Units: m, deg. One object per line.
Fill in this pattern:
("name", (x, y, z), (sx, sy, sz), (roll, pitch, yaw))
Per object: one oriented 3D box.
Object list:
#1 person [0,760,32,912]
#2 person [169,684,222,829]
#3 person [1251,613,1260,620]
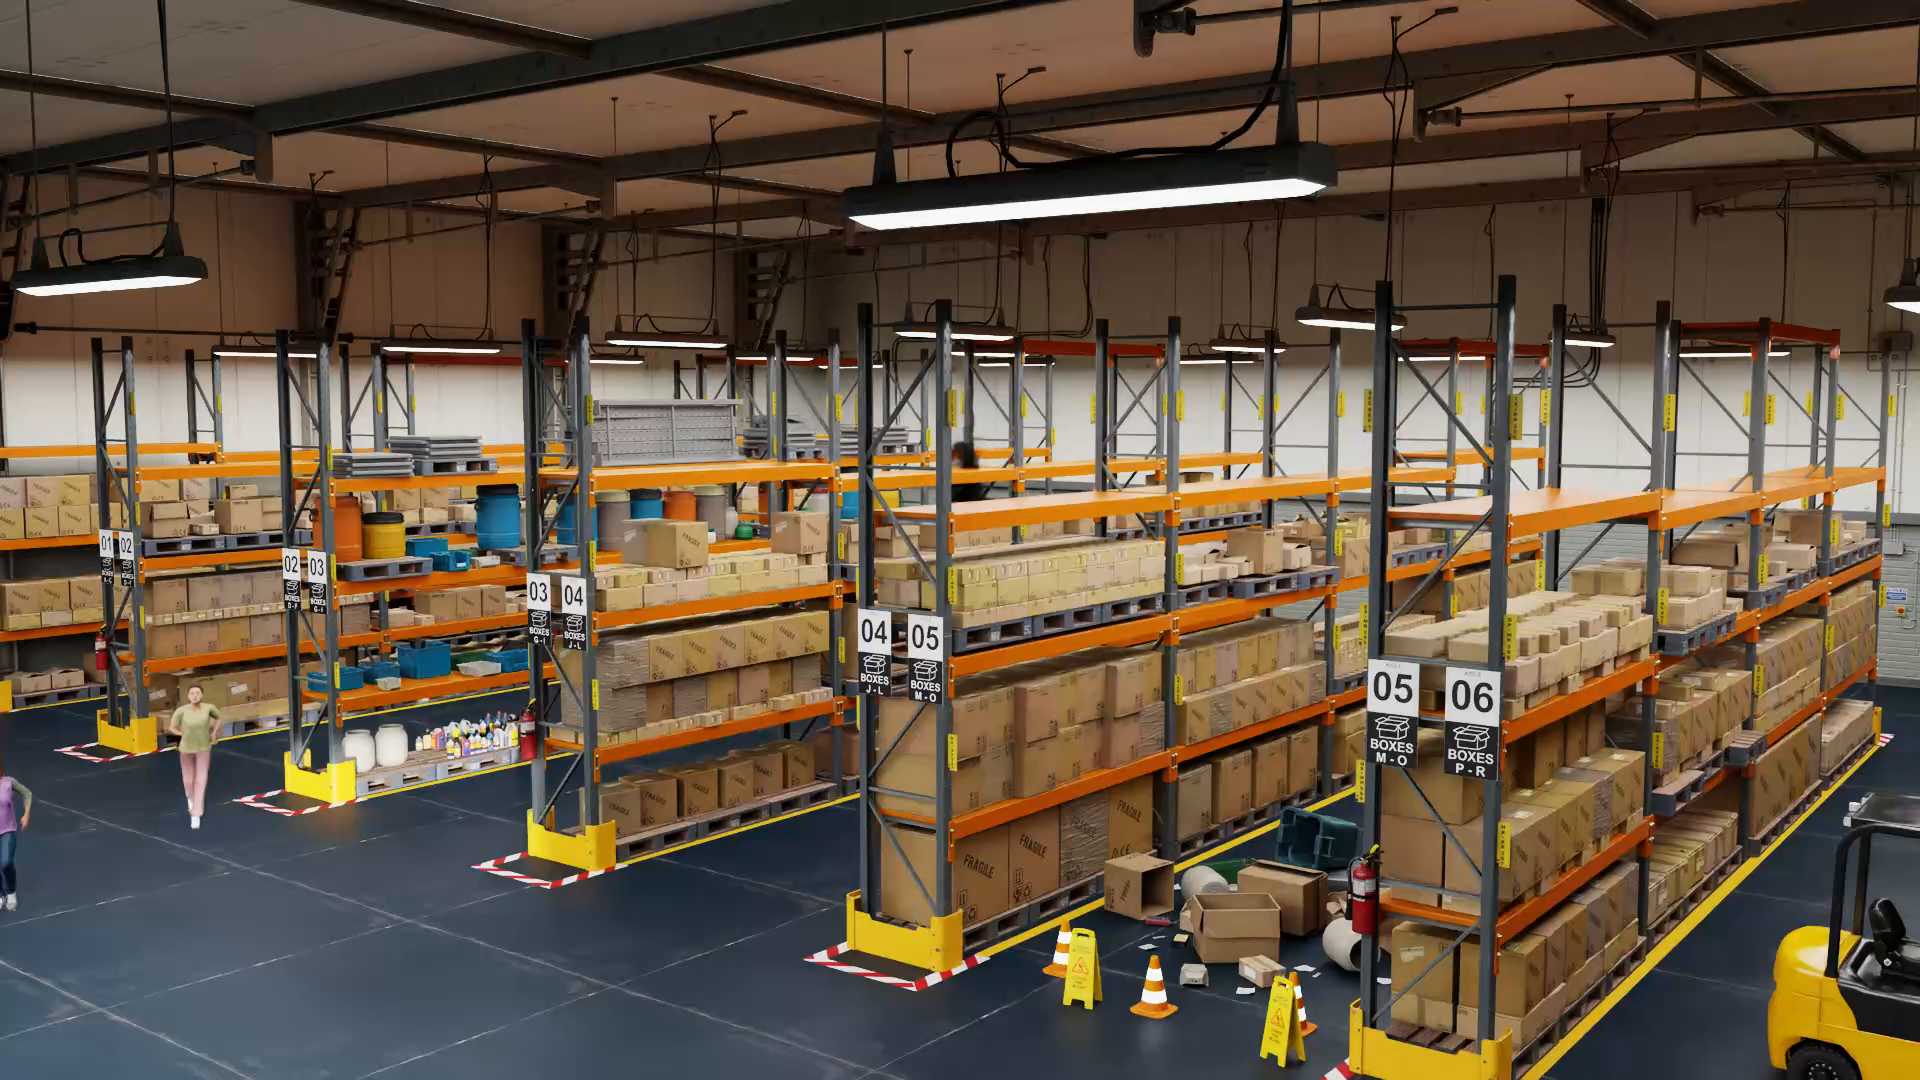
("person", (-9.557, 2.948, 16.549), (0.558, 1.566, 0.643), (-2, 5, -25))
("person", (-9.268, 2.575, 20.183), (0.587, 1.686, 0.942), (-2, 5, -23))
("person", (4.392, 1.958, 24.215), (0.677, 1.790, 0.851), (4, 7, 41))
